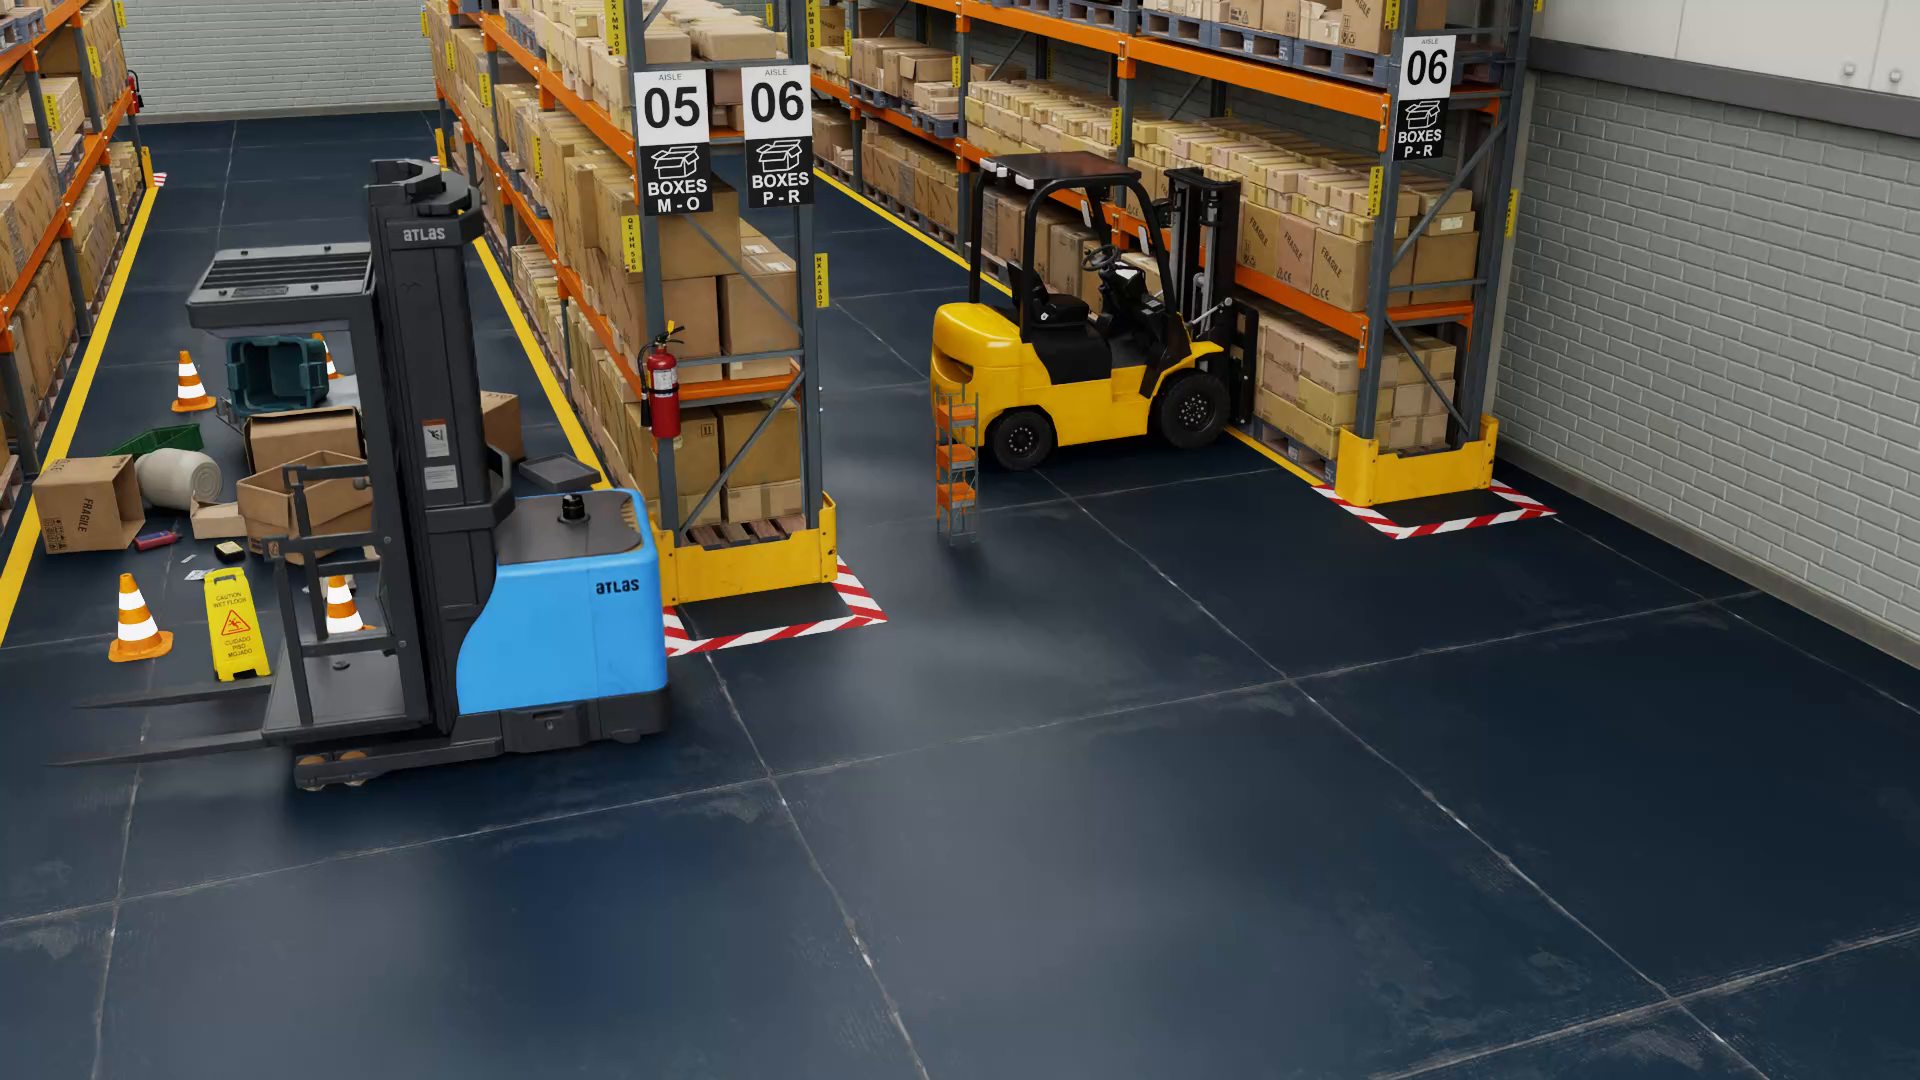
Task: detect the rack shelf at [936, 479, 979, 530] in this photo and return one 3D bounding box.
[{"bbox_3d":[-0.019,-0.237,11.204,0.215,0.259,0.240,-8,24,-19],"label":"rack shelf"}]

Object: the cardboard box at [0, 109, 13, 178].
[{"bbox_3d":[-8.256,-3.244,13.667,0.700,0.500,0.500,-9,24,-20],"label":"cardboard box"}]

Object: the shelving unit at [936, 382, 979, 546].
[{"bbox_3d":[-0.019,-0.503,11.092,0.215,1.050,0.252,-8,24,-19],"label":"shelving unit"}]

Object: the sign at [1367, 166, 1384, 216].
[{"bbox_3d":[2.783,-2.336,11.134,0.100,0.325,0.005,-8,24,-19],"label":"sign"}]

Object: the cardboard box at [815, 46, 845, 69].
[{"bbox_3d":[-1.707,-6.705,23.106,0.500,0.250,0.500,-9,24,-19],"label":"cardboard box"}]

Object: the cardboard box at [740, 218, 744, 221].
[{"bbox_3d":[-1.809,-2.030,11.692,0.500,0.500,0.500,-9,24,-20],"label":"cardboard box"}]

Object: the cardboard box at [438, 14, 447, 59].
[{"bbox_3d":[-6.371,-6.450,21.274,0.500,0.500,0.500,-8,24,-18],"label":"cardboard box"}]

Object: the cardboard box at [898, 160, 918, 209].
[{"bbox_3d":[-0.437,-4.394,20.491,0.500,0.500,0.500,-9,25,-21],"label":"cardboard box"}]

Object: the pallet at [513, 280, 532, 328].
[{"bbox_3d":[-3.898,-2.418,16.714,1.003,0.211,1.213,-8,24,-19],"label":"pallet"}]

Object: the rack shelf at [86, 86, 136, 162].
[{"bbox_3d":[-10.888,-5.119,20.461,1.077,0.370,4.000,-8,24,-19],"label":"rack shelf"}]

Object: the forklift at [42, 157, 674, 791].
[{"bbox_3d":[-3.087,-0.330,8.259,3.031,2.935,1.130,-6,24,-14],"label":"forklift"}]

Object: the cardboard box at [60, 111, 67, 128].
[{"bbox_3d":[-9.306,-4.254,16.881,0.380,0.149,0.250,-7,24,-17],"label":"cardboard box"}]

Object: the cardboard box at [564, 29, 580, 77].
[{"bbox_3d":[-2.325,-3.233,11.007,0.500,0.250,0.500,-8,24,-18],"label":"cardboard box"}]

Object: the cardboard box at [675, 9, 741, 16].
[{"bbox_3d":[-1.628,-3.344,10.757,0.380,0.149,0.250,-8,24,-18],"label":"cardboard box"}]

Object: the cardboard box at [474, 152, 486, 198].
[{"bbox_3d":[-5.708,-4.696,21.287,0.875,0.438,0.875,-9,24,-20],"label":"cardboard box"}]

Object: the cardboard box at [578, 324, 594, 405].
[{"bbox_3d":[-2.604,-1.361,12.651,0.500,0.500,0.500,-7,24,-17],"label":"cardboard box"}]

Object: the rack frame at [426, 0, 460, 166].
[{"bbox_3d":[-6.999,-6.894,23.743,1.000,3.000,0.127,-8,24,-19],"label":"rack frame"}]

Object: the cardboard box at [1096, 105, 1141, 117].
[{"bbox_3d":[1.558,-4.188,16.361,0.380,0.149,0.250,-9,24,-19],"label":"cardboard box"}]

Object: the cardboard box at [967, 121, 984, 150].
[{"bbox_3d":[0.397,-4.405,18.033,0.500,0.250,0.500,-8,24,-19],"label":"cardboard box"}]

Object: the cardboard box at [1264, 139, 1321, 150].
[{"bbox_3d":[2.700,-3.154,13.523,0.380,0.149,0.250,-9,24,-20],"label":"cardboard box"}]

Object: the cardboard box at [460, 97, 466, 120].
[{"bbox_3d":[-5.678,-5.175,19.859,0.500,0.250,0.500,-9,24,-20],"label":"cardboard box"}]

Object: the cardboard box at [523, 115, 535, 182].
[{"bbox_3d":[-3.491,-3.415,14.437,0.500,0.500,0.500,-7,24,-17],"label":"cardboard box"}]

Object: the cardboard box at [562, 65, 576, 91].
[{"bbox_3d":[-2.506,-3.172,11.376,0.380,0.149,0.250,-9,24,-20],"label":"cardboard box"}]

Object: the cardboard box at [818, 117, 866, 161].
[{"bbox_3d":[-1.597,-5.689,23.564,0.700,0.500,0.500,-9,25,-21],"label":"cardboard box"}]

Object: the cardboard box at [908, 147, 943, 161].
[{"bbox_3d":[-0.423,-4.736,20.468,0.380,0.149,0.250,-8,24,-19],"label":"cardboard box"}]

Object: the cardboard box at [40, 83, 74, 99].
[{"bbox_3d":[-9.672,-4.765,17.711,0.380,0.149,0.250,-9,25,-21],"label":"cardboard box"}]

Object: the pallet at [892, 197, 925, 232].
[{"bbox_3d":[-0.186,-4.103,20.713,1.003,0.211,1.213,-8,24,-19],"label":"pallet"}]

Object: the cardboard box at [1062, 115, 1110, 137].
[{"bbox_3d":[1.192,-3.919,15.723,0.380,0.149,0.250,-9,25,-21],"label":"cardboard box"}]

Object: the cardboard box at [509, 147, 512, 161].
[{"bbox_3d":[-4.110,-3.708,15.968,0.380,0.149,0.250,-10,25,-22],"label":"cardboard box"}]

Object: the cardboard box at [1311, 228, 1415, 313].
[{"bbox_3d":[2.876,-1.951,11.889,0.500,0.500,0.500,-9,24,-20],"label":"cardboard box"}]

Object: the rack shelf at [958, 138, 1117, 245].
[{"bbox_3d":[1.176,-3.611,16.881,1.077,0.370,4.000,-8,24,-19],"label":"rack shelf"}]

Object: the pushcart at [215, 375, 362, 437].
[{"bbox_3d":[-4.875,-0.994,13.123,1.648,0.377,0.936,-18,29,-37],"label":"pushcart"}]

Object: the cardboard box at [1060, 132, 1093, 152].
[{"bbox_3d":[1.281,-3.706,15.731,0.500,0.250,0.500,-9,24,-20],"label":"cardboard box"}]

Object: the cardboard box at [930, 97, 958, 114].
[{"bbox_3d":[-0.122,-4.933,18.875,0.380,0.149,0.250,-8,24,-18],"label":"cardboard box"}]

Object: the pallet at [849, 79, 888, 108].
[{"bbox_3d":[-0.764,-5.729,21.227,1.003,0.211,1.213,-8,24,-19],"label":"pallet"}]

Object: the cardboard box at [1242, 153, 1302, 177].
[{"bbox_3d":[2.424,-2.902,12.927,0.380,0.149,0.250,-8,24,-18],"label":"cardboard box"}]

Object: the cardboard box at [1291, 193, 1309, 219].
[{"bbox_3d":[2.681,-2.478,12.303,0.380,0.149,0.250,-9,24,-19],"label":"cardboard box"}]

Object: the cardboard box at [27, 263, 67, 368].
[{"bbox_3d":[-8.325,-1.877,14.197,1.050,0.750,0.750,-8,24,-18],"label":"cardboard box"}]

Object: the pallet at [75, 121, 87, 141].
[{"bbox_3d":[-10.047,-4.338,17.928,1.003,0.211,1.213,-8,24,-19],"label":"pallet"}]

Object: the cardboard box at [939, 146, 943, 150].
[{"bbox_3d":[-0.047,-4.904,20.867,0.380,0.149,0.250,-8,24,-18],"label":"cardboard box"}]

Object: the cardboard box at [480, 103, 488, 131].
[{"bbox_3d":[-4.766,-4.475,17.555,0.500,0.250,0.500,-9,24,-20],"label":"cardboard box"}]

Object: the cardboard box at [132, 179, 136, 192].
[{"bbox_3d":[-10.767,-4.535,21.279,0.380,0.149,0.250,-9,25,-21],"label":"cardboard box"}]

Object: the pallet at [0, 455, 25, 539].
[{"bbox_3d":[-7.160,-0.245,11.561,1.003,0.211,1.213,-8,24,-19],"label":"pallet"}]

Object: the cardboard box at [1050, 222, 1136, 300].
[{"bbox_3d":[1.421,-2.786,16.515,0.875,0.625,0.625,-9,24,-20],"label":"cardboard box"}]

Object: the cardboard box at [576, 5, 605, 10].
[{"bbox_3d":[-2.328,-3.455,11.019,0.380,0.149,0.250,-8,24,-18],"label":"cardboard box"}]

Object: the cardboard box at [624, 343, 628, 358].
[{"bbox_3d":[-1.943,-1.244,10.662,0.380,0.149,0.250,-9,24,-20],"label":"cardboard box"}]

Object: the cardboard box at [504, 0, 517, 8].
[{"bbox_3d":[-3.848,-5.069,15.425,0.700,0.500,0.500,-8,24,-19],"label":"cardboard box"}]

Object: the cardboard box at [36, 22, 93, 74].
[{"bbox_3d":[-10.113,-5.566,18.794,0.500,0.500,0.500,-8,24,-18],"label":"cardboard box"}]

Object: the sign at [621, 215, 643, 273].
[{"bbox_3d":[-1.873,-1.690,9.501,0.100,0.325,0.005,-8,24,-19],"label":"sign"}]

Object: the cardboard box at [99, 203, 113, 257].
[{"bbox_3d":[-9.503,-3.345,18.002,0.500,0.500,0.500,-9,24,-20],"label":"cardboard box"}]

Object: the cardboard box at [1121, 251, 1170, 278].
[{"bbox_3d":[1.760,-2.384,14.757,0.500,0.250,0.500,-9,24,-20],"label":"cardboard box"}]

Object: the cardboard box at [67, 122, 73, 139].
[{"bbox_3d":[-9.393,-4.212,17.164,0.380,0.149,0.250,-7,24,-17],"label":"cardboard box"}]

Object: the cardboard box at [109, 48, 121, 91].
[{"bbox_3d":[-10.830,-5.862,20.785,0.500,0.500,0.500,-8,24,-19],"label":"cardboard box"}]

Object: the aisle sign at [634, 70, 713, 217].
[{"bbox_3d":[-1.596,-2.216,9.297,0.394,0.787,0.004,-8,24,-19],"label":"aisle sign"}]

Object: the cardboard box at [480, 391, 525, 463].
[{"bbox_3d":[-3.654,-0.807,12.517,0.500,0.500,0.500,8,24,18],"label":"cardboard box"}]
